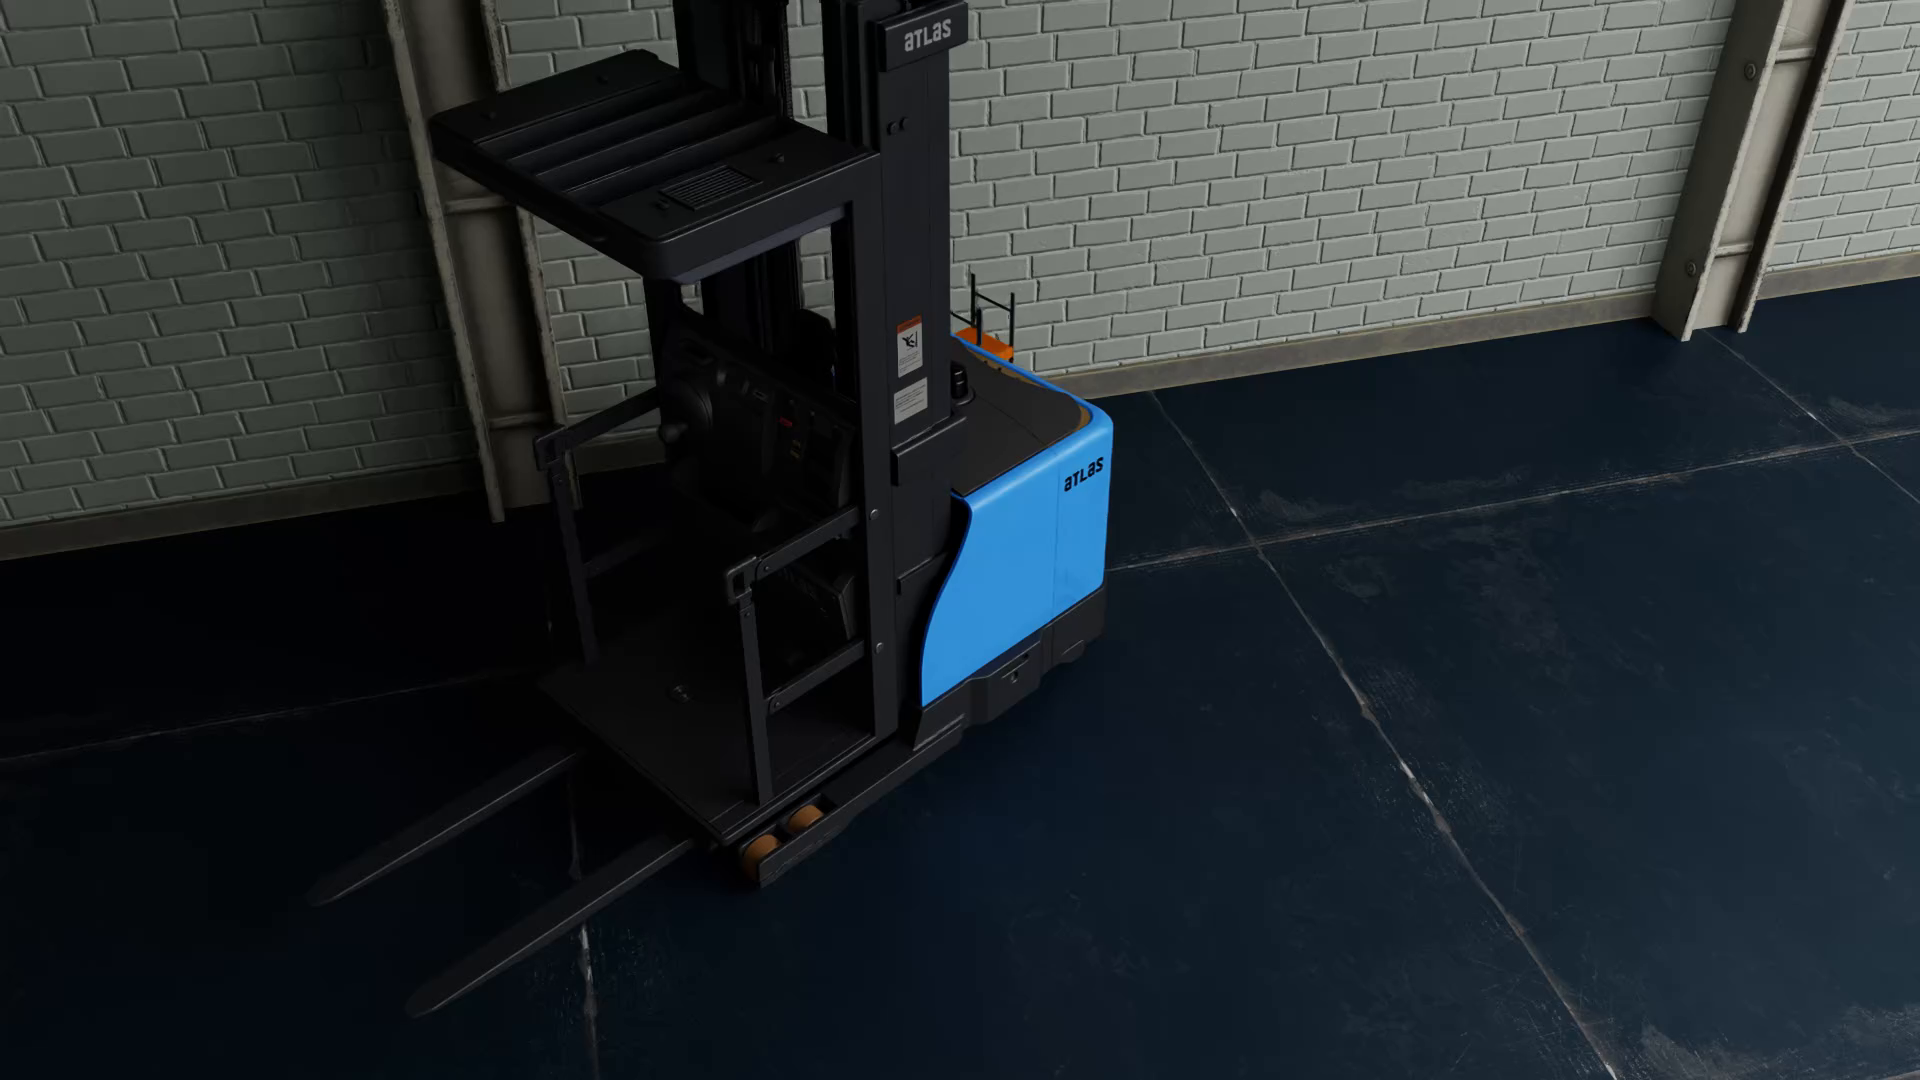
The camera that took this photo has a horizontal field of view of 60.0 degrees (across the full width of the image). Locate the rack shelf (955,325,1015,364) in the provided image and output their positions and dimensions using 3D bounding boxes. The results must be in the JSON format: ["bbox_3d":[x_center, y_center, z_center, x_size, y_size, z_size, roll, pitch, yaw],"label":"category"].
[{"bbox_3d":[0.065,-0.754,6.729,0.180,0.103,0.258,-31,47,-34],"label":"rack shelf"}]

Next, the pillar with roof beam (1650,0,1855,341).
[{"bbox_3d":[4.997,-2.197,2.715,0.400,9.000,9.100,-9,38,-12],"label":"pillar with roof beam"}]

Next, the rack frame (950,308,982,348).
[{"bbox_3d":[0.000,-0.464,6.869,0.006,1.200,0.240,-31,47,-34],"label":"rack frame"}]

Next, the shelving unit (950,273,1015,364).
[{"bbox_3d":[0.065,-0.503,6.921,0.189,1.200,0.258,-31,47,-34],"label":"shelving unit"}]

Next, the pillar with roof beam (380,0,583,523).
[{"bbox_3d":[-0.796,-1.246,1.473,0.400,9.000,9.100,-9,38,-12],"label":"pillar with roof beam"}]

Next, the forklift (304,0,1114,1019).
[{"bbox_3d":[-0.818,-0.341,5.284,1.130,2.935,3.031,31,47,34],"label":"forklift"}]

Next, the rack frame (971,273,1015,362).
[{"bbox_3d":[0.130,-0.543,6.972,0.006,1.200,0.240,-31,47,-34],"label":"rack frame"}]
